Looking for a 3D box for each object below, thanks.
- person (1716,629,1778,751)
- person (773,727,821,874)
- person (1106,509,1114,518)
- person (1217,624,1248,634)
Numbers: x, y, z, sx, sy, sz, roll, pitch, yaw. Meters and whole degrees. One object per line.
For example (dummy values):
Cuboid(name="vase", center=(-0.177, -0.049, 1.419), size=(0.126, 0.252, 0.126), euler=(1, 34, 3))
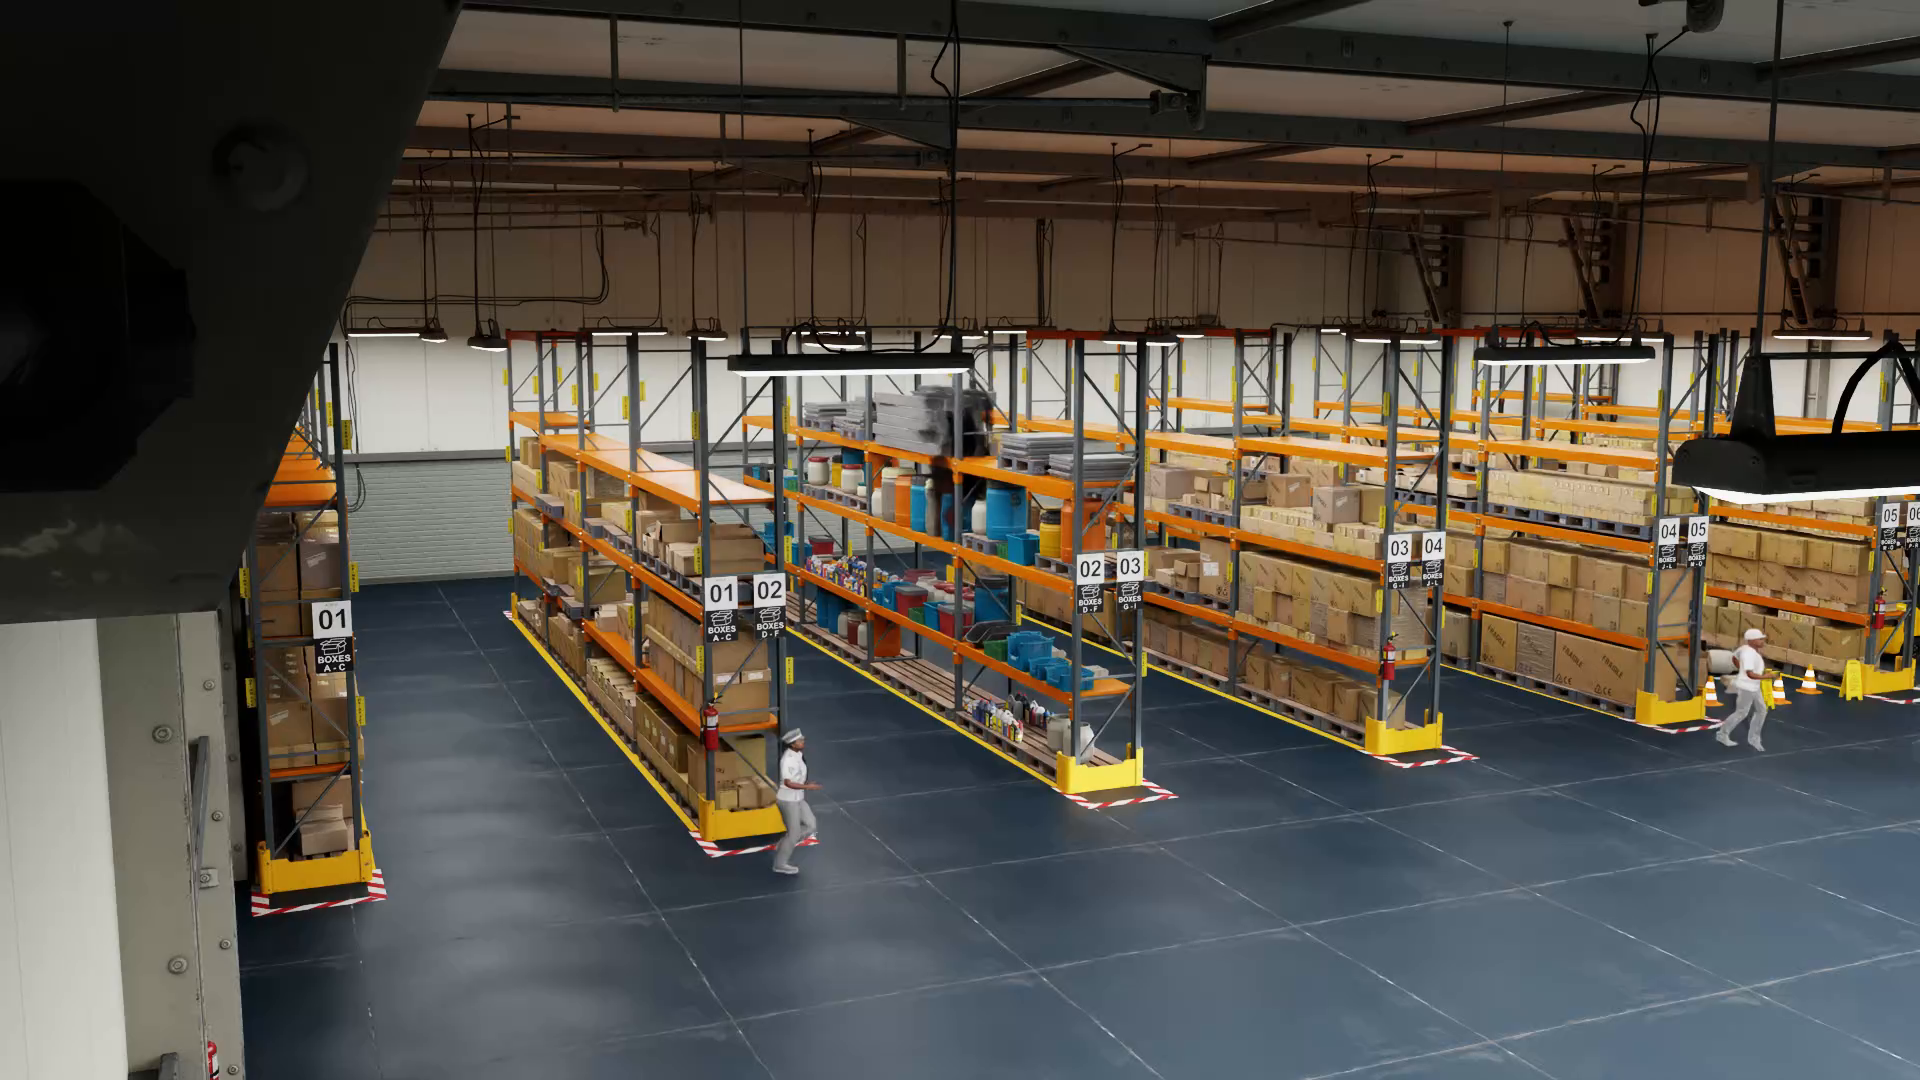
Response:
Cuboid(name="person", center=(11.453, 2.194, 24.175), size=(0.760, 1.846, 0.717), euler=(4, 9, 30))
Cuboid(name="person", center=(-1.839, 2.949, 18.968), size=(0.564, 1.647, 0.616), euler=(1, 8, 6))
Cuboid(name="person", center=(3.521, -0.092, 41.122), size=(0.812, 1.669, 0.653), euler=(4, 9, 27))
Cuboid(name="person", center=(5.496, 0.953, 33.218), size=(0.672, 1.835, 0.925), euler=(-3, 8, -22))
